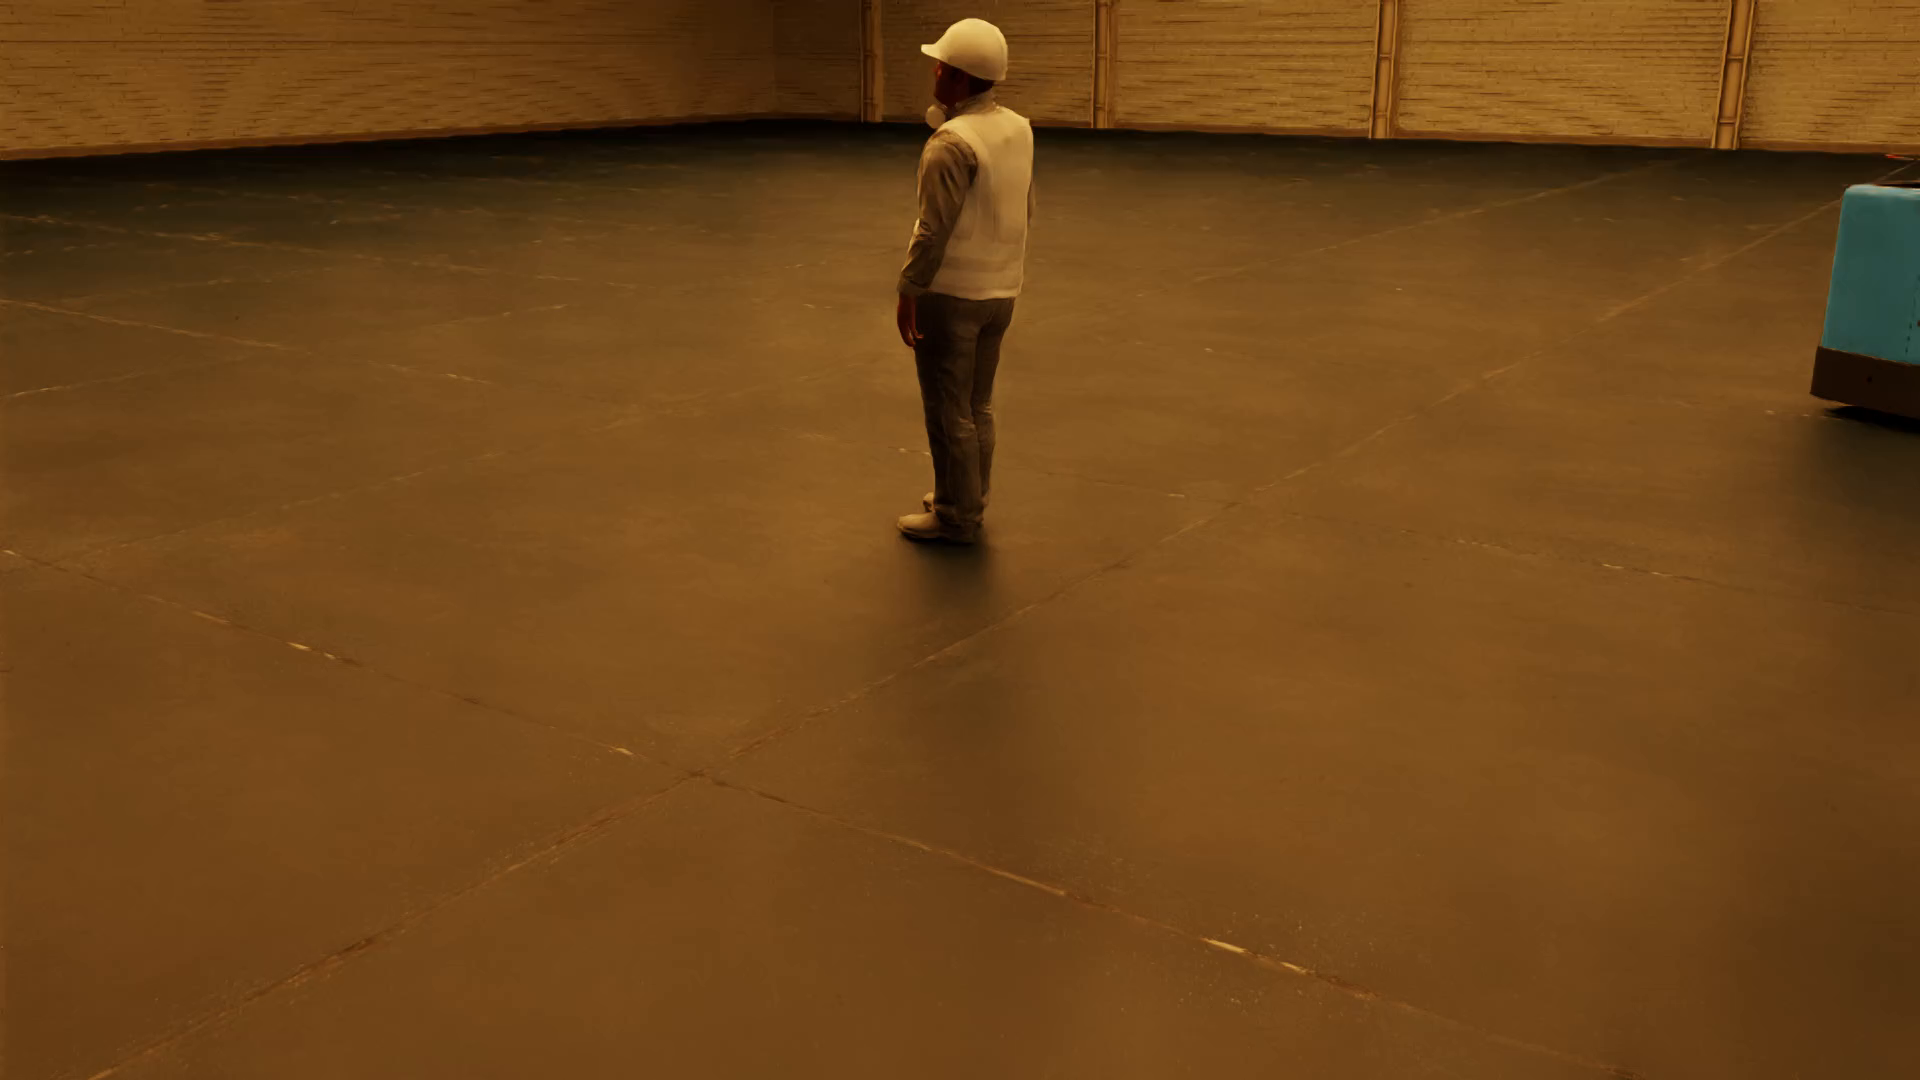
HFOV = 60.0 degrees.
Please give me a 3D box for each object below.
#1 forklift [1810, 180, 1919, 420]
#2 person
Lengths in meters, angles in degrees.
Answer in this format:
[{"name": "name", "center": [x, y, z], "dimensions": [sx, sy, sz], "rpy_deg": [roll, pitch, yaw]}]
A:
[{"name": "forklift", "center": [5.685, -2.074, 7.768], "dimensions": [3.031, 2.935, 1.130], "rpy_deg": [-7, 18, -21]}, {"name": "person", "center": [-0.047, -0.869, 5.733], "dimensions": [0.567, 1.773, 0.632], "rpy_deg": [11, 20, 33]}]
